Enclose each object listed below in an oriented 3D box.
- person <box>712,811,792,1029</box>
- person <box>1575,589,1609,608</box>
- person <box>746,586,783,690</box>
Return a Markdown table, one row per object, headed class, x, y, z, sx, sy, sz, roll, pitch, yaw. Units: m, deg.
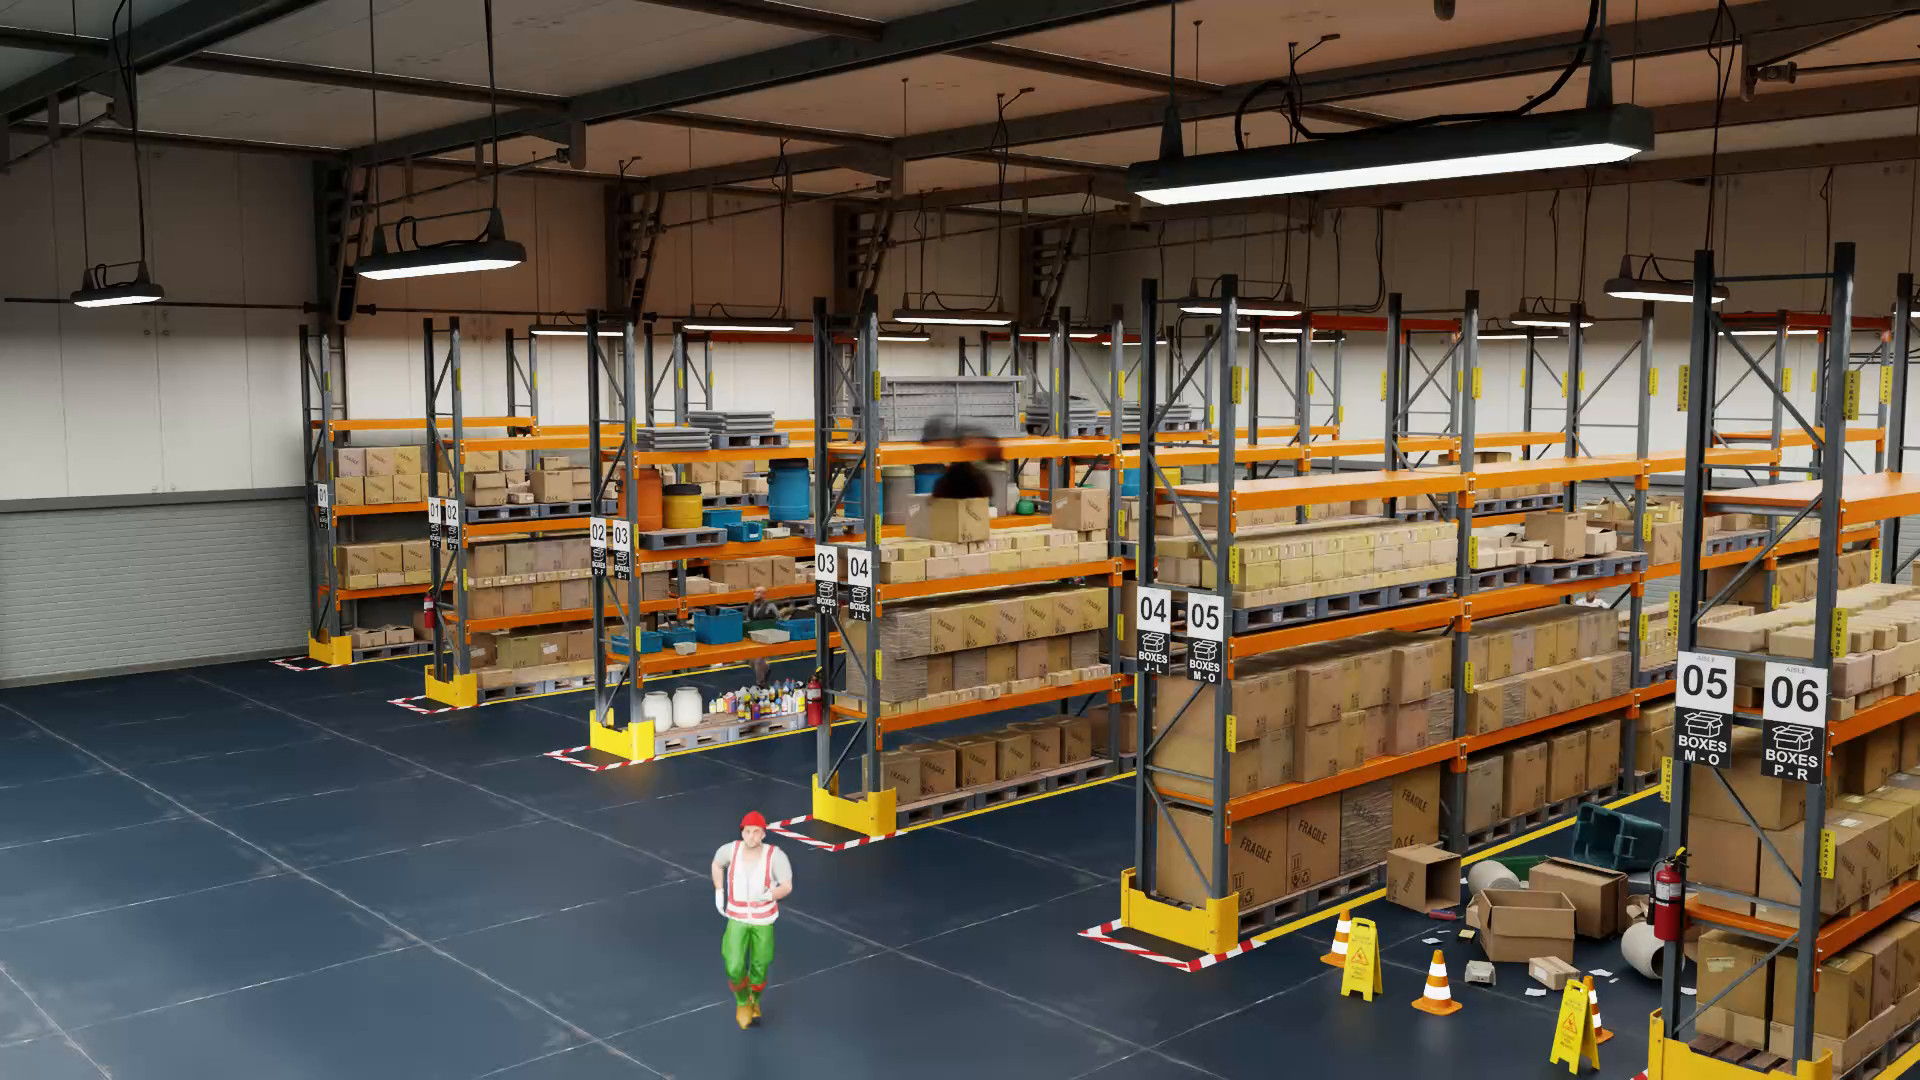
| class | x | y | z | sx | sy | sz | roll | pitch | yaw |
| --- | --- | --- | --- | --- | --- | --- | --- | --- | --- |
| person | -1.630 | 2.972 | 13.002 | 0.647 | 1.748 | 0.735 | 0 | 6 | -2 |
| person | 10.296 | 1.566 | 27.165 | 0.642 | 1.774 | 0.860 | 4 | 7 | 36 |
| person | -3.198 | 1.597 | 27.078 | 0.683 | 1.704 | 0.659 | 3 | 7 | 28 |
